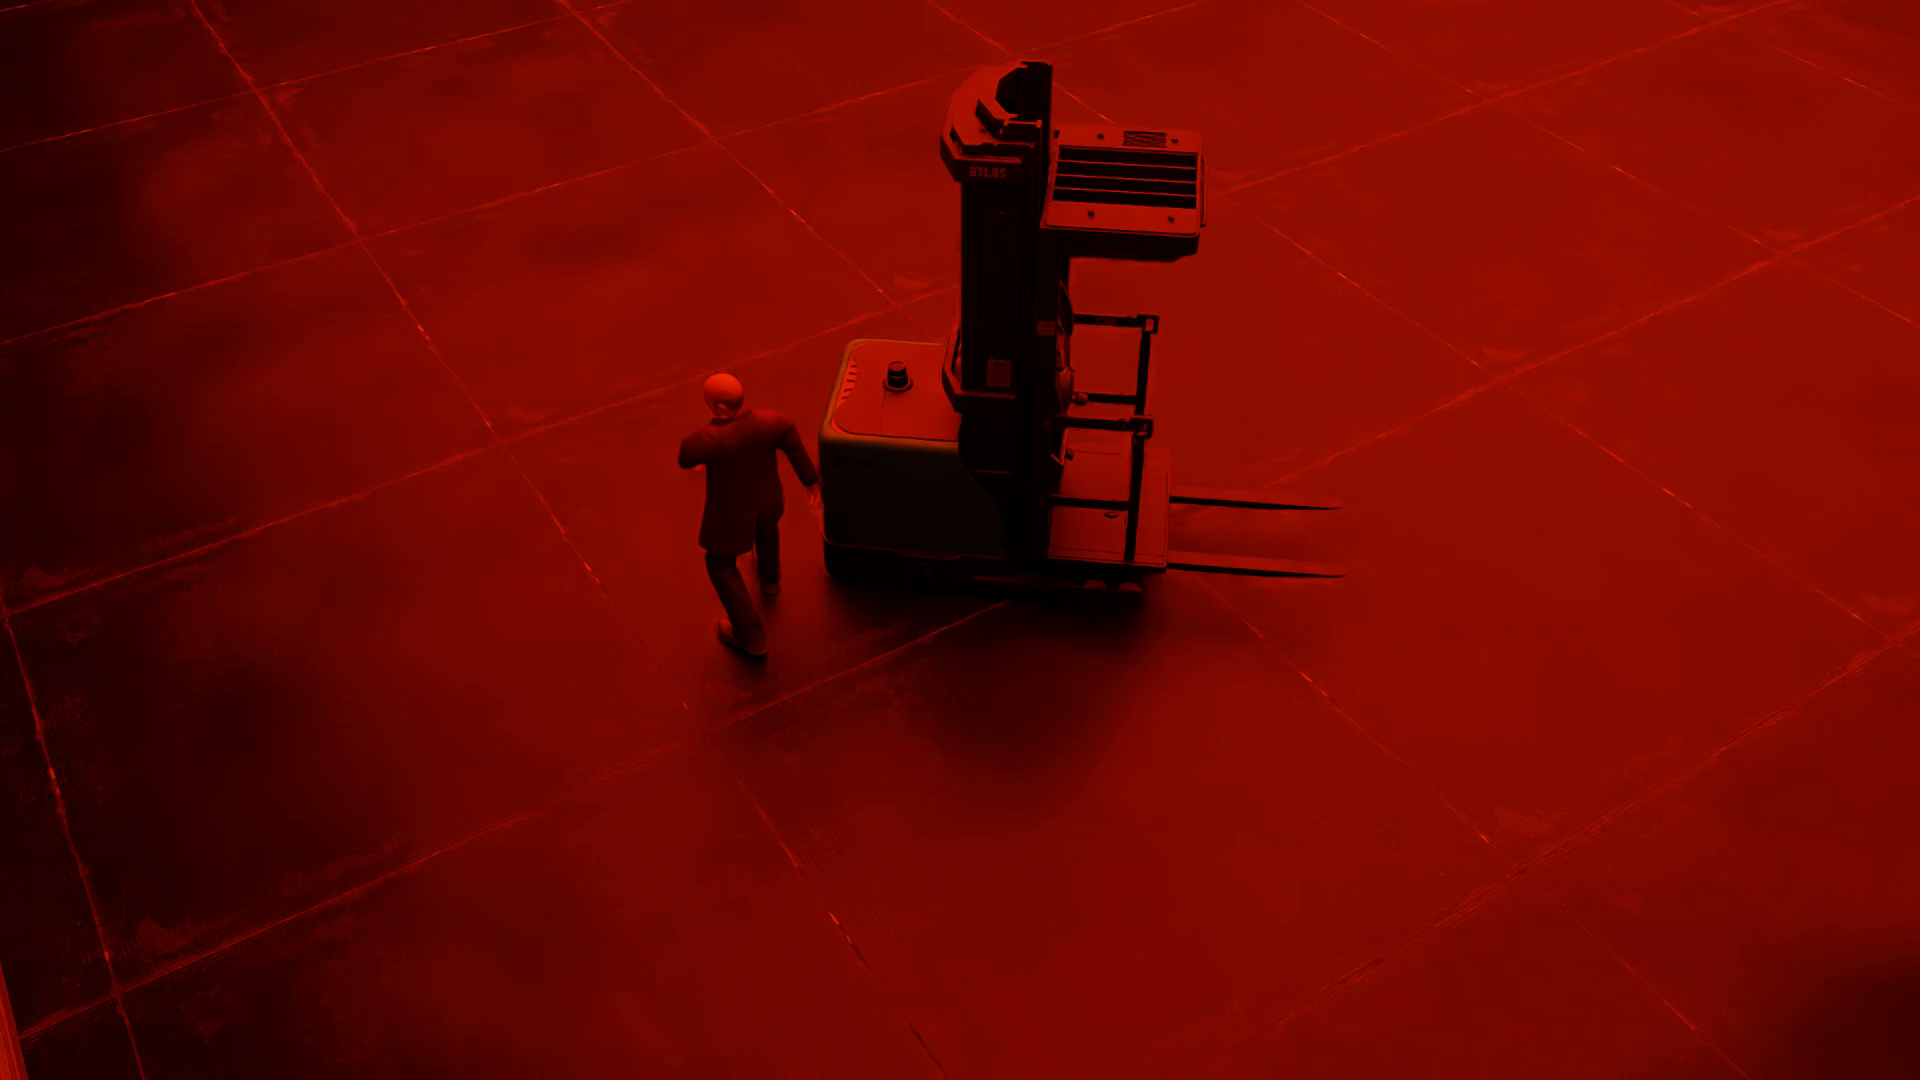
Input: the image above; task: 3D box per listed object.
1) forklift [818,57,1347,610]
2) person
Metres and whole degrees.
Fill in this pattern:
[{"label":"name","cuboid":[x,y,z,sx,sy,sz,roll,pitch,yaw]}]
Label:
[{"label":"forklift","cuboid":[0.754,-1.070,9.095,3.031,2.935,1.130,4,41,5]},{"label":"person","cuboid":[-1.141,-0.196,9.178,0.747,1.520,0.803,-23,46,-24]}]
